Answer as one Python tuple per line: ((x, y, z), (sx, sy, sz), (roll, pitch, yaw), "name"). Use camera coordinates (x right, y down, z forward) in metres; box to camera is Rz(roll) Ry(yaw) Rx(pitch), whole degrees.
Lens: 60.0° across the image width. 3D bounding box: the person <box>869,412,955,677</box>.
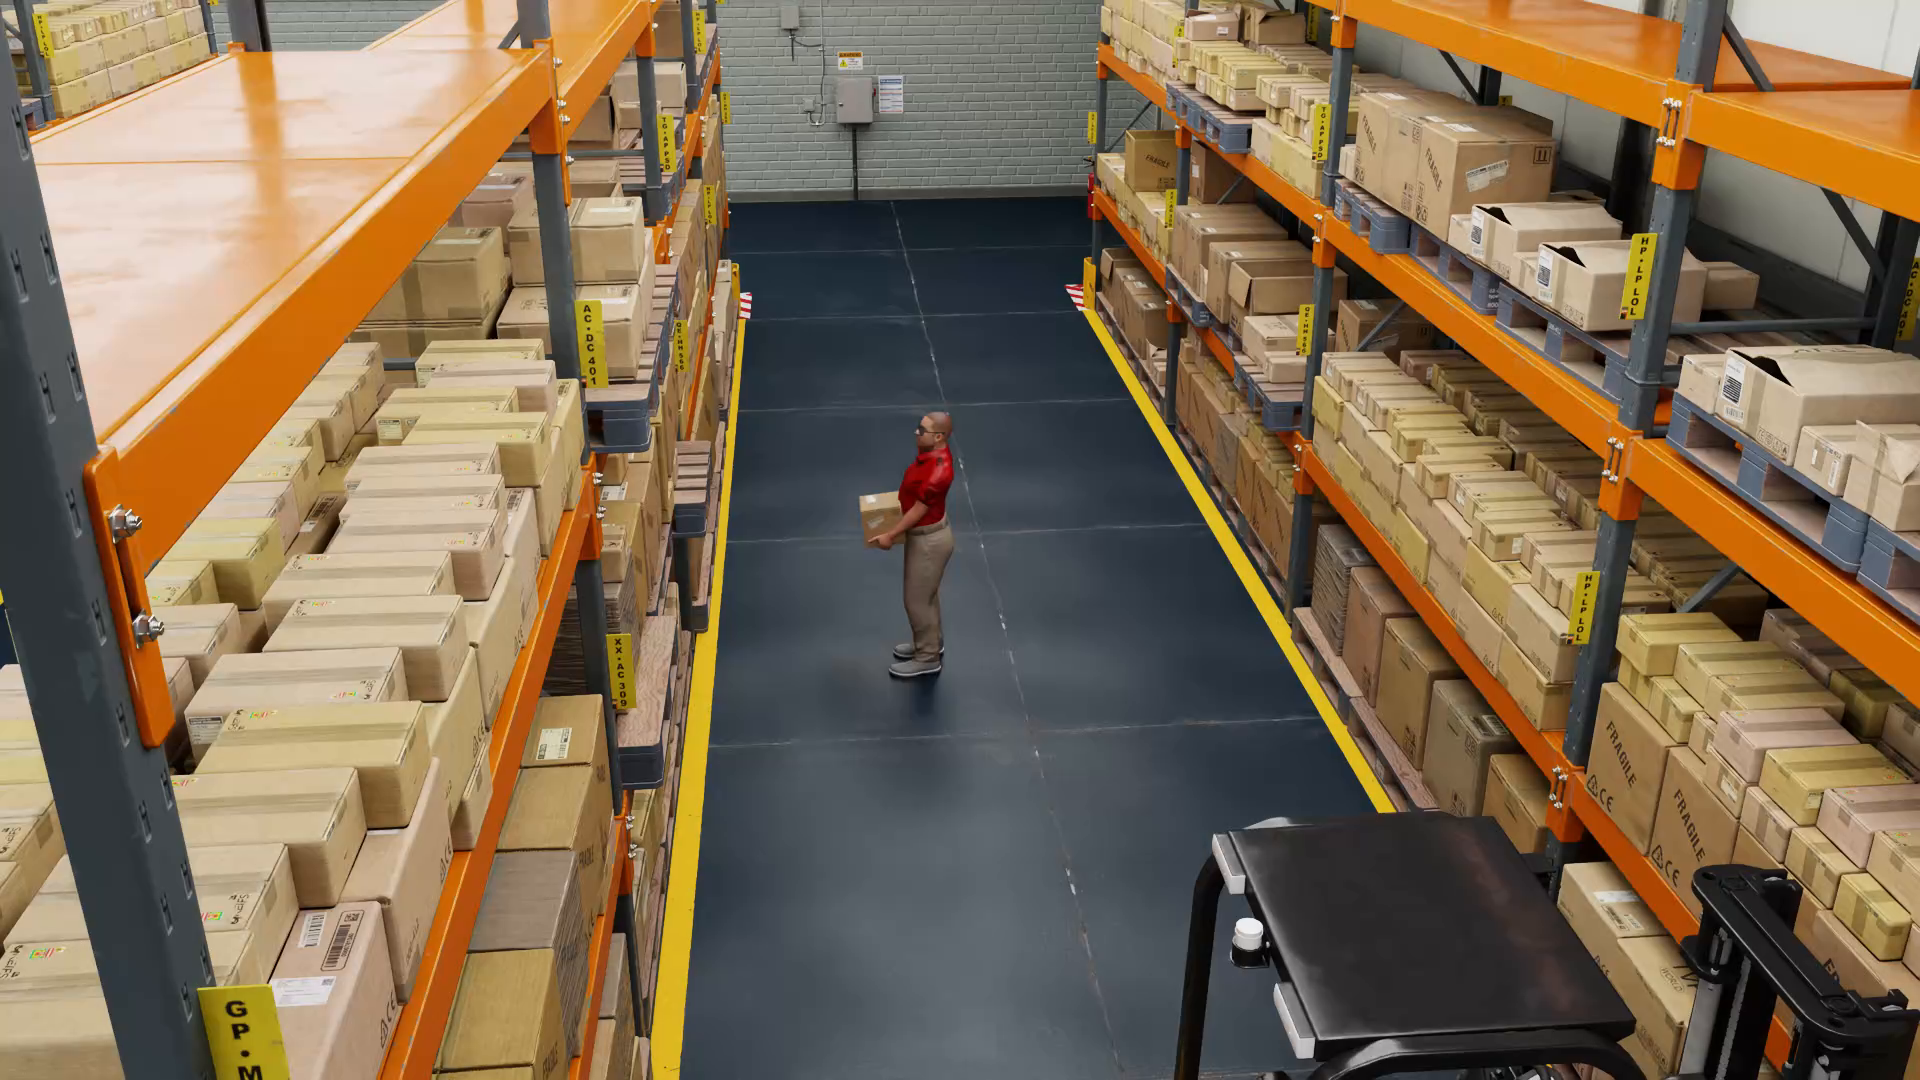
((-0.304, 0.020, 10.316), (0.537, 1.712, 0.493), (-2, 24, -5), "person")
